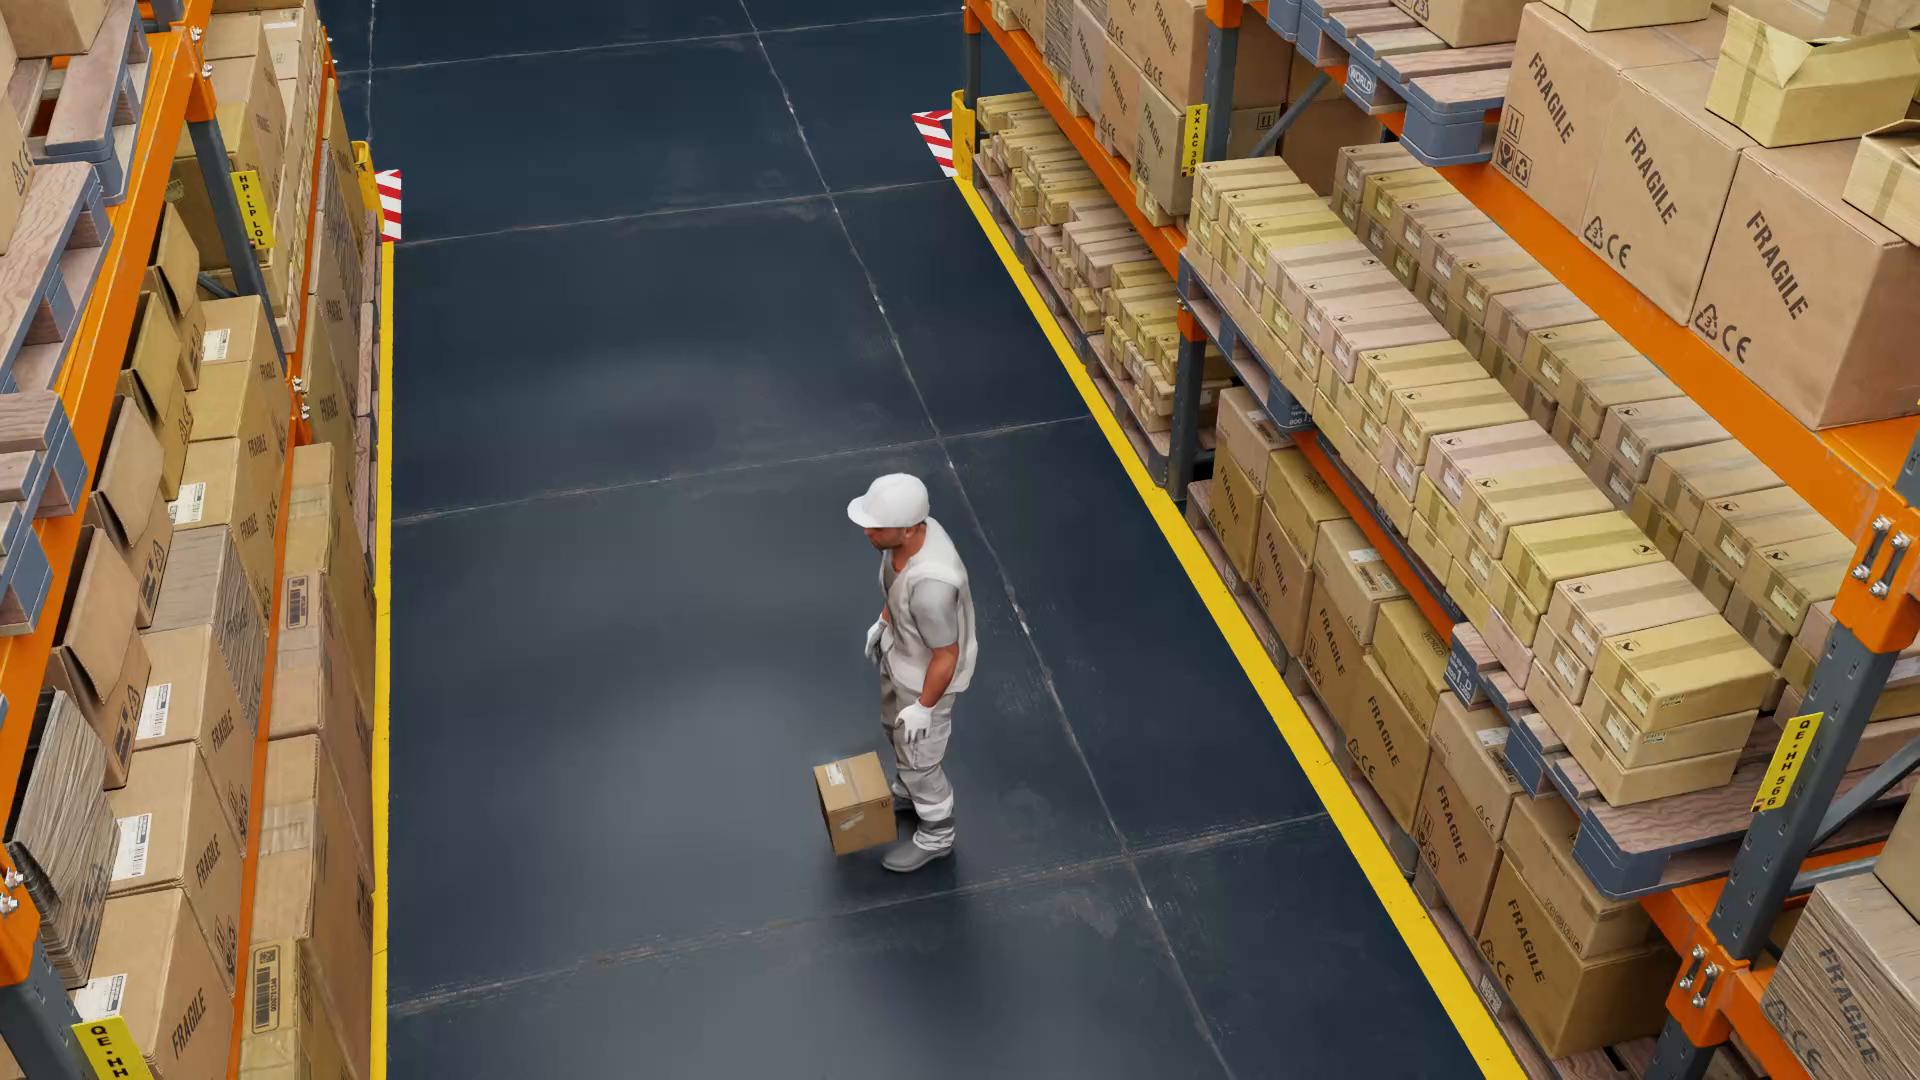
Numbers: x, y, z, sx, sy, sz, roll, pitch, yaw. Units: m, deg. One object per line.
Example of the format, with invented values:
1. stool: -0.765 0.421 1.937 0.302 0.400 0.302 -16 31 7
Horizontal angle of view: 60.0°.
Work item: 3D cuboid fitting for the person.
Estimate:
1. person: -0.173 0.474 6.091 0.435 1.781 0.568 -11 39 -13
